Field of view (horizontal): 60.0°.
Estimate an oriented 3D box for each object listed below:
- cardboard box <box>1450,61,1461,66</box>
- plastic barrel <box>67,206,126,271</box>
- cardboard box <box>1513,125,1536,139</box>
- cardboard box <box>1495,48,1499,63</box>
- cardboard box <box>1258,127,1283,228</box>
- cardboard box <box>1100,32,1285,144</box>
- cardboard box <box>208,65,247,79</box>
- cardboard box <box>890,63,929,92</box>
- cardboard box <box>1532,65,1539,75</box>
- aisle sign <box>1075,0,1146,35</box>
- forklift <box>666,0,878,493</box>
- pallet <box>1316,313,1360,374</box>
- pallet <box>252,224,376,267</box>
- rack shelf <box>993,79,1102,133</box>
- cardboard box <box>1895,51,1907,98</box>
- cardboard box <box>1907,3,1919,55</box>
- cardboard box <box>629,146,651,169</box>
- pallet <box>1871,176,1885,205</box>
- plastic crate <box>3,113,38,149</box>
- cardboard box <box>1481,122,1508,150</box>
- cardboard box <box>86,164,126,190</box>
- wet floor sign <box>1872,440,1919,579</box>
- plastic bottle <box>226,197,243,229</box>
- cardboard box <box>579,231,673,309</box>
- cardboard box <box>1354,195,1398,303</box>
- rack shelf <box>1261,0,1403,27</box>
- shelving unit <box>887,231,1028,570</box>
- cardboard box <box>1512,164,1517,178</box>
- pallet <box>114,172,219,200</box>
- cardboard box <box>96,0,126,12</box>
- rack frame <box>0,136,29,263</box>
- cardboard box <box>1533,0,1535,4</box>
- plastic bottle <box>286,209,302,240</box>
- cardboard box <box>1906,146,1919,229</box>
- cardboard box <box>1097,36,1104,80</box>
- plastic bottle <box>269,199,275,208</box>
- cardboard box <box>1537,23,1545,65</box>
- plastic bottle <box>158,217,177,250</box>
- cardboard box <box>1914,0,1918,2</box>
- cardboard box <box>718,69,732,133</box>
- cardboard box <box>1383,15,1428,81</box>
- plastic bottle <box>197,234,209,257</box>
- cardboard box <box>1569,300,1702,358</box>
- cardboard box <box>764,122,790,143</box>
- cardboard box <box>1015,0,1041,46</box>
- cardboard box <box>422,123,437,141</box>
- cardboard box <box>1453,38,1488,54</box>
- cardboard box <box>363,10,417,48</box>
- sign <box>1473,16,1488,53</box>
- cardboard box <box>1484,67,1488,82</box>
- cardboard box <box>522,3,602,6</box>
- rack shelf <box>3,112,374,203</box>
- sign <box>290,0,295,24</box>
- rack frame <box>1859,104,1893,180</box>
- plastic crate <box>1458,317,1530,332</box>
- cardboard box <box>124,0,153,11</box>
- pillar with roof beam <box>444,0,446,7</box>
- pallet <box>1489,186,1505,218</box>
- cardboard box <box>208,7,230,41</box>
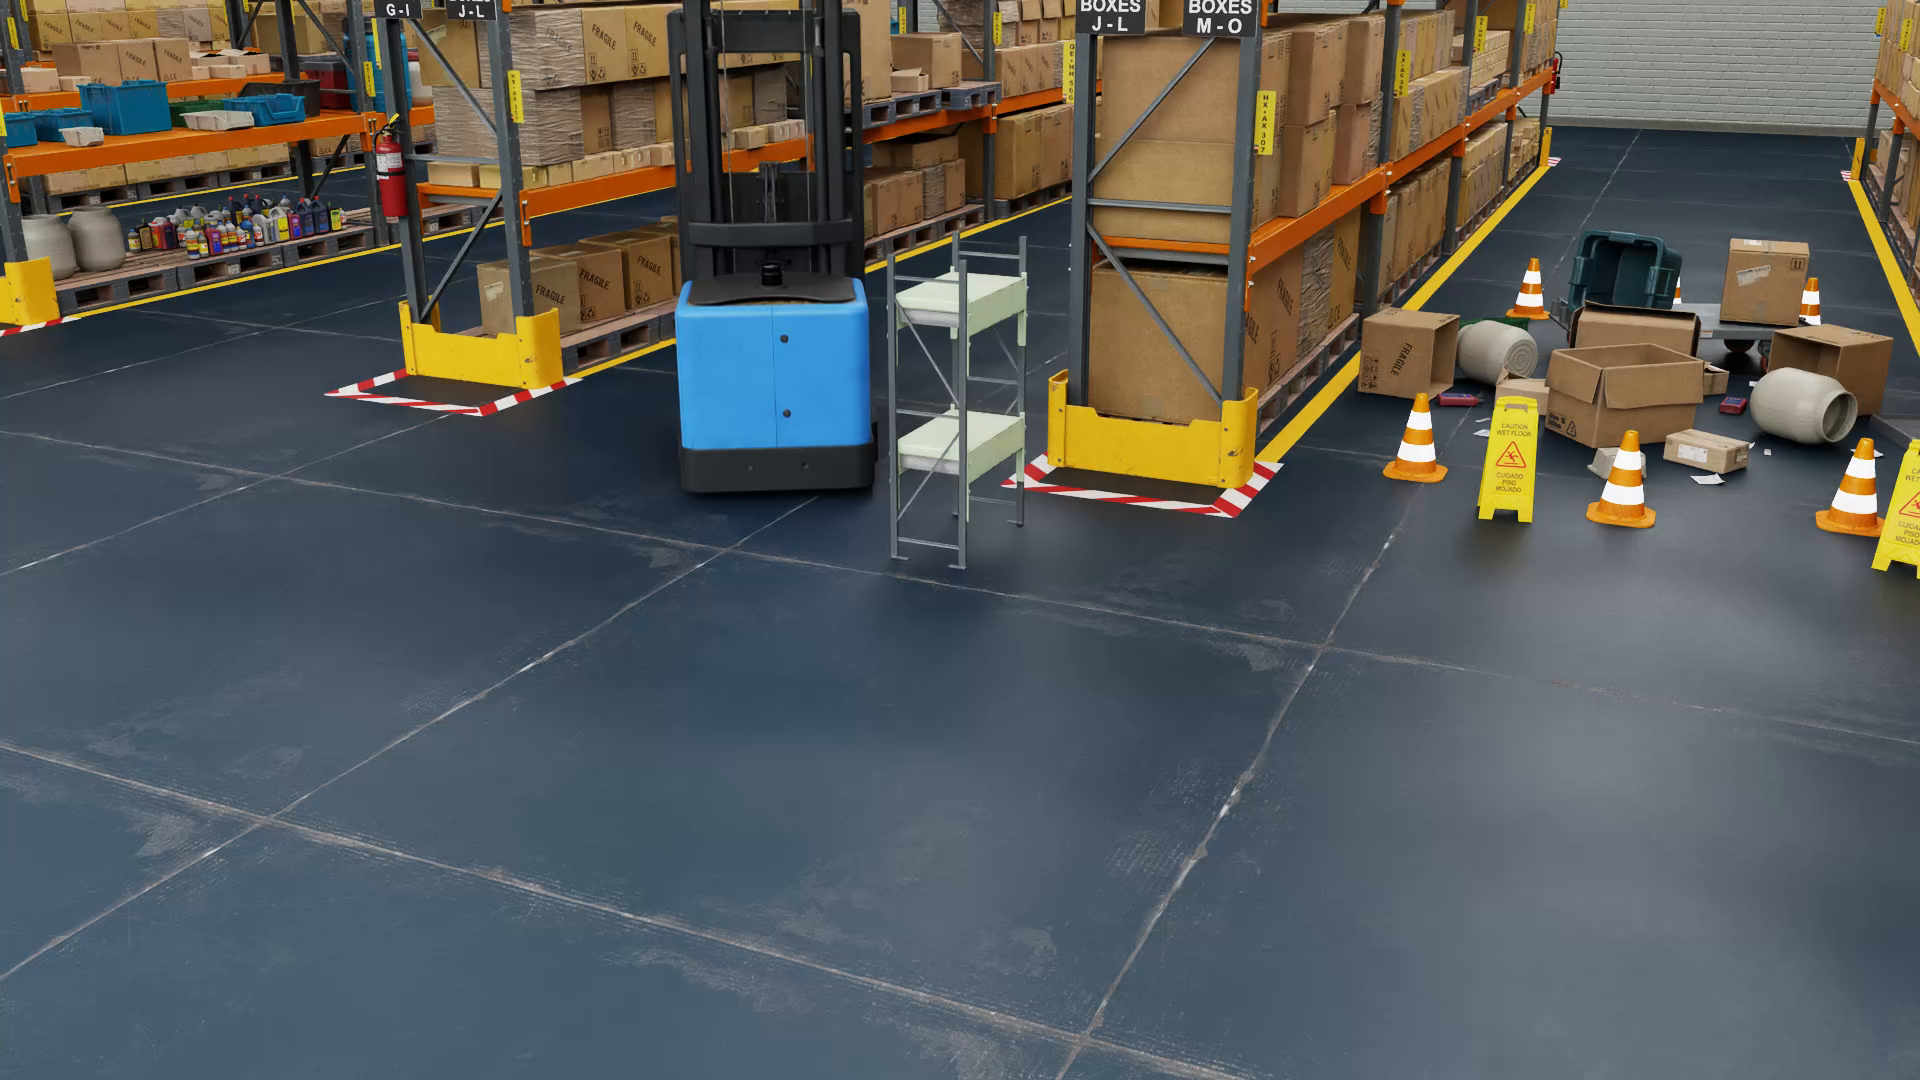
[{"bbox_3d":[4.760,-4.618,16.280,0.380,0.149,0.250,10,22,25],"label":"cardboard box"},{"bbox_3d":[-7.494,-2.614,14.428,0.421,0.512,0.421,0,20,0],"label":"plastic barrel"},{"bbox_3d":[7.301,-5.336,21.736,0.380,0.149,0.250,9,22,25],"label":"cardboard box"},{"bbox_3d":[5.715,-5.331,18.287,0.380,0.149,0.250,8,21,21],"label":"cardboard box"},{"bbox_3d":[1.419,-2.194,9.936,0.875,0.550,0.550,9,21,23],"label":"cardboard box"},{"bbox_3d":[1.290,-2.520,9.242,0.875,0.550,0.550,9,21,23],"label":"cardboard box"},{"bbox_3d":[-9.257,-5.918,21.009,0.380,0.149,0.250,9,21,23],"label":"cardboard box"},{"bbox_3d":[-0.541,-4.577,16.436,0.396,0.266,0.258,8,21,21],"label":"cardboard box"},{"bbox_3d":[7.336,-6.159,21.686,0.380,0.149,0.250,8,21,20],"label":"cardboard box"},{"bbox_3d":[0.800,-3.076,8.763,0.394,0.787,0.004,9,21,23],"label":"aisle sign"},{"bbox_3d":[-1.131,-2.086,9.960,1.130,2.935,3.031,-2,20,-5],"label":"forklift"},{"bbox_3d":[2.358,-1.519,12.426,1.003,0.211,1.213,9,21,23],"label":"pallet"},{"bbox_3d":[-6.574,-2.933,16.400,1.003,0.211,1.213,9,21,23],"label":"pallet"},{"bbox_3d":[0.714,-5.262,19.861,1.077,0.370,4.000,9,21,23],"label":"rack shelf"},{"bbox_3d":[10.531,-5.076,18.116,0.500,0.500,0.500,9,21,23],"label":"cardboard box"},{"bbox_3d":[10.132,-5.275,17.184,0.500,0.500,0.500,9,21,23],"label":"cardboard box"},{"bbox_3d":[-2.540,-2.863,12.417,0.380,0.149,0.250,9,21,23],"label":"cardboard box"},{"bbox_3d":[11.455,-4.134,19.779,1.003,0.211,1.213,9,21,23],"label":"pallet"},{"bbox_3d":[-7.967,-3.347,13.626,0.499,0.251,0.616,9,21,23],"label":"plastic crate"},{"bbox_3d":[5.943,-4.612,18.944,0.500,0.250,0.500,8,21,21],"label":"cardboard box"},{"bbox_3d":[-10.177,-4.275,19.488,0.500,0.250,0.500,9,22,24],"label":"cardboard box"},{"bbox_3d":[4.607,-0.163,7.965,0.267,0.644,0.232,18,26,41],"label":"wet floor sign"},{"bbox_3d":[-7.048,-3.158,16.168,0.144,0.351,0.185,8,21,20],"label":"plastic bottle"},{"bbox_3d":[-2.622,-2.129,13.081,0.500,0.500,0.500,11,22,28],"label":"cardboard box"},{"bbox_3d":[2.913,-2.395,13.457,1.050,0.750,0.750,8,21,22],"label":"cardboard box"},{"bbox_3d":[1.922,-3.518,10.481,1.077,0.370,4.000,9,21,23],"label":"rack shelf"},{"bbox_3d":[-0.003,-0.705,8.212,0.431,1.500,0.755,9,21,23],"label":"shelving unit"},{"bbox_3d":[6.568,-4.504,20.284,0.380,0.149,0.250,9,22,24],"label":"cardboard box"},{"bbox_3d":[-10.014,-4.418,20.576,1.003,0.211,1.213,9,21,23],"label":"pallet"},{"bbox_3d":[-12.820,-7.999,24.743,0.500,0.250,0.500,9,21,23],"label":"cardboard box"},{"bbox_3d":[-7.899,-3.223,13.056,1.000,3.000,0.127,9,21,23],"label":"rack frame"},{"bbox_3d":[6.623,-6.424,19.970,0.500,0.500,0.500,8,21,21],"label":"cardboard box"},{"bbox_3d":[-6.369,-3.023,15.889,0.061,0.283,0.133,10,22,26],"label":"plastic bottle"},{"bbox_3d":[10.031,-3.571,16.578,0.875,0.875,0.875,9,22,24],"label":"cardboard box"},{"bbox_3d":[1.591,-6.079,20.935,0.500,0.500,0.500,9,21,23],"label":"cardboard box"},{"bbox_3d":[-6.802,-3.219,16.441,0.061,0.283,0.133,9,21,23],"label":"plastic bottle"},{"bbox_3d":[7.078,-6.274,21.040,0.500,0.500,0.500,10,22,25],"label":"cardboard box"},{"bbox_3d":[-7.321,-2.831,15.350,0.061,0.283,0.133,9,21,23],"label":"plastic bottle"},{"bbox_3d":[10.410,-5.814,17.730,0.380,0.149,0.250,8,21,22],"label":"cardboard box"},{"bbox_3d":[-2.333,-3.510,13.268,0.875,0.500,0.500,9,21,23],"label":"cardboard box"},{"bbox_3d":[3.563,-4.192,14.138,0.700,0.500,0.500,8,21,22],"label":"cardboard box"},{"bbox_3d":[-6.830,-2.655,14.978,0.097,0.201,0.097,0,20,0],"label":"plastic bottle"},{"bbox_3d":[4.445,-1.243,11.010,0.797,0.637,0.503,9,21,23],"label":"cardboard box"},{"bbox_3d":[-1.673,-3.467,14.115,0.380,0.149,0.250,9,21,23],"label":"cardboard box"},{"bbox_3d":[0.479,-5.929,19.018,0.797,0.503,0.637,9,22,24],"label":"cardboard box"},{"bbox_3d":[-7.859,-6.109,24.243,0.500,0.500,0.500,9,21,23],"label":"cardboard box"},{"bbox_3d":[5.282,-5.154,17.346,0.380,0.149,0.250,9,22,24],"label":"cardboard box"},{"bbox_3d":[-8.170,-7.269,23.655,0.700,0.500,0.500,3,20,9],"label":"cardboard box"},{"bbox_3d":[4.887,-4.748,15.615,0.100,0.325,0.005,9,21,23],"label":"sign"},{"bbox_3d":[5.395,-4.951,17.663,0.380,0.149,0.250,8,21,21],"label":"cardboard box"},{"bbox_3d":[-2.974,-3.710,12.339,0.500,0.500,0.500,9,21,23],"label":"cardboard box"},{"bbox_3d":[-7.080,-3.496,14.895,1.077,0.370,4.000,9,21,23],"label":"rack shelf"},{"bbox_3d":[-8.633,-6.820,21.441,0.100,0.325,0.005,9,21,23],"label":"sign"},{"bbox_3d":[12.212,-6.075,21.074,1.000,3.000,0.127,9,21,23],"label":"rack frame"},{"bbox_3d":[3.865,-1.524,12.389,0.662,0.188,0.450,-14,14,-33],"label":"plastic crate"},{"bbox_3d":[-12.616,-8.156,25.184,0.500,0.250,0.500,8,21,22],"label":"cardboard box"},{"bbox_3d":[-6.142,-12.654,30.619,9.100,9.000,0.400,9,21,23],"label":"pillar with roof beam"},{"bbox_3d":[5.700,-3.948,19.256,1.003,0.211,1.213,9,21,23],"label":"pallet"},{"bbox_3d":[-11.983,-8.272,26.629,0.500,0.500,0.500,8,21,22],"label":"cardboard box"}]
